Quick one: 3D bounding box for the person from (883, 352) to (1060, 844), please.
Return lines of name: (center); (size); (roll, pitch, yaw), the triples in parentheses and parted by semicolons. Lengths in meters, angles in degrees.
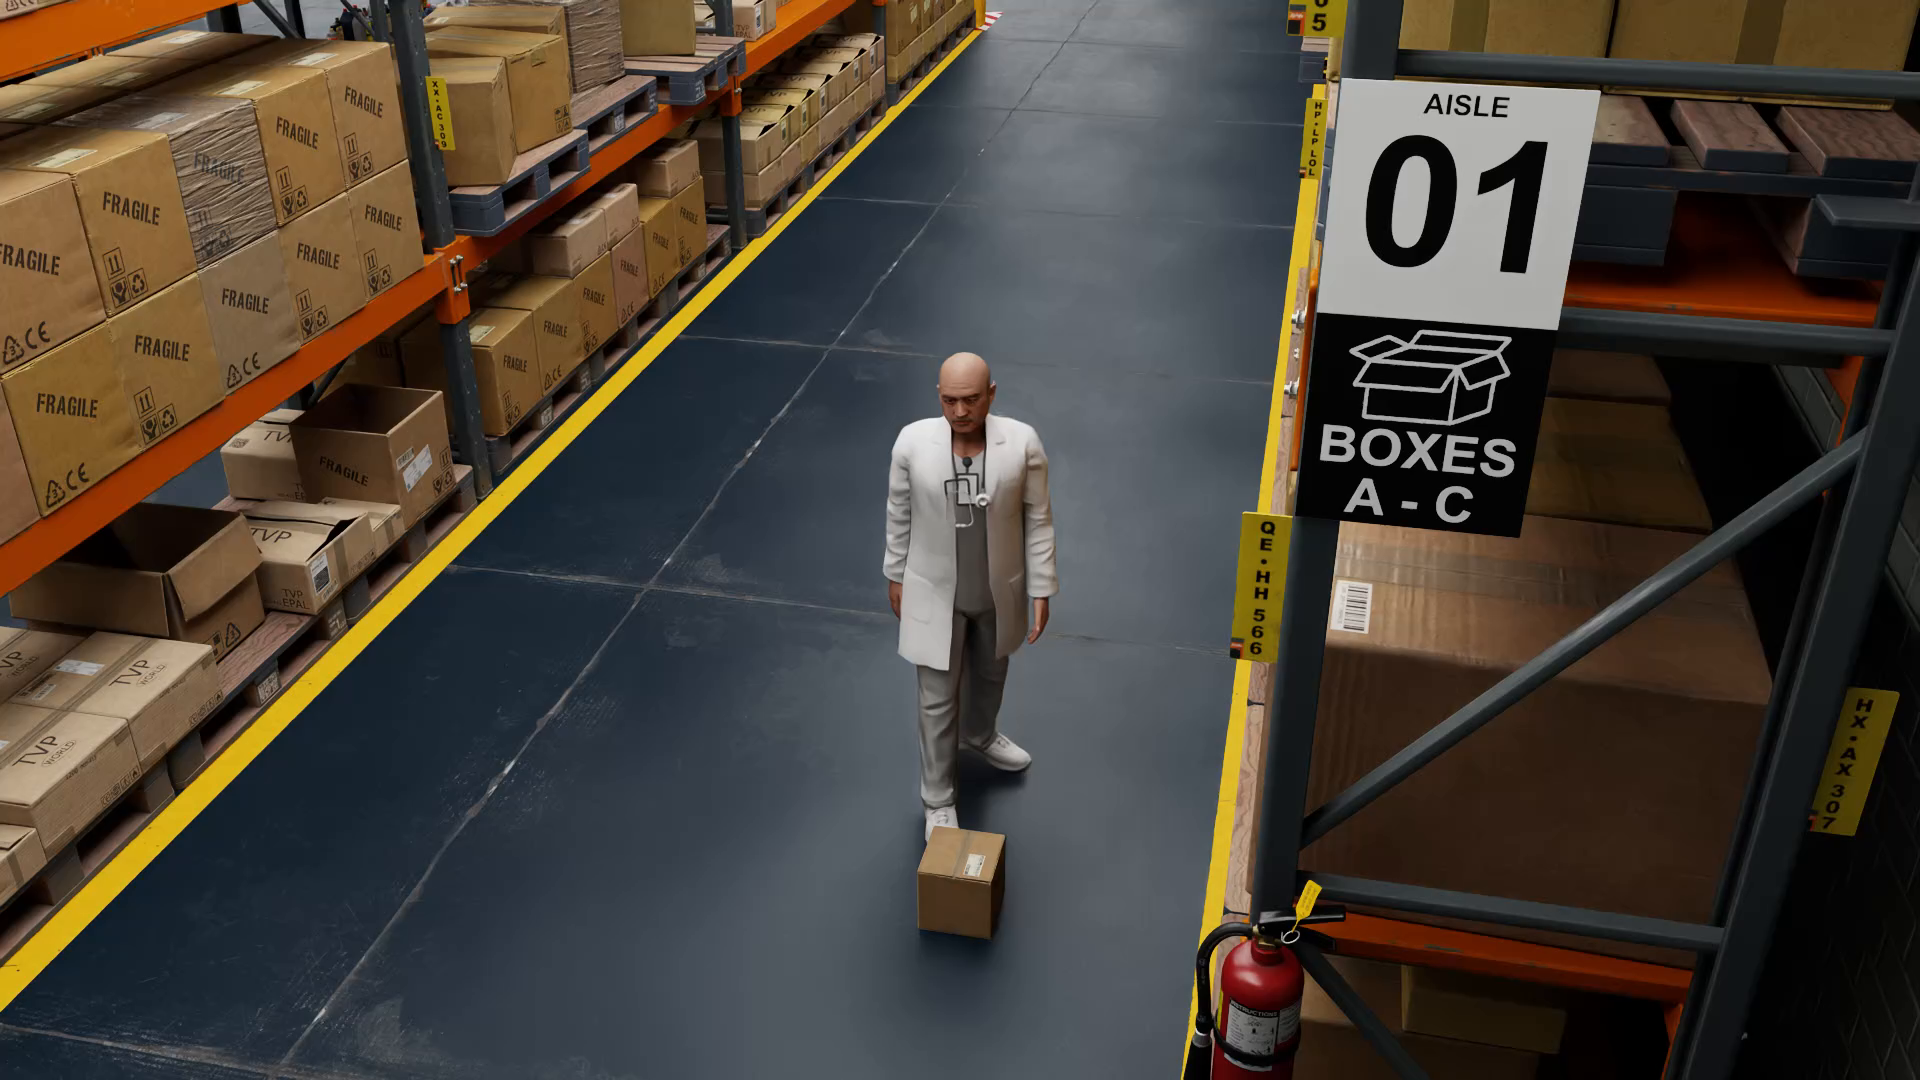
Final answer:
person: (0.042, 0.179, 5.792); (0.585, 1.774, 0.738); (-4, 29, -8)
